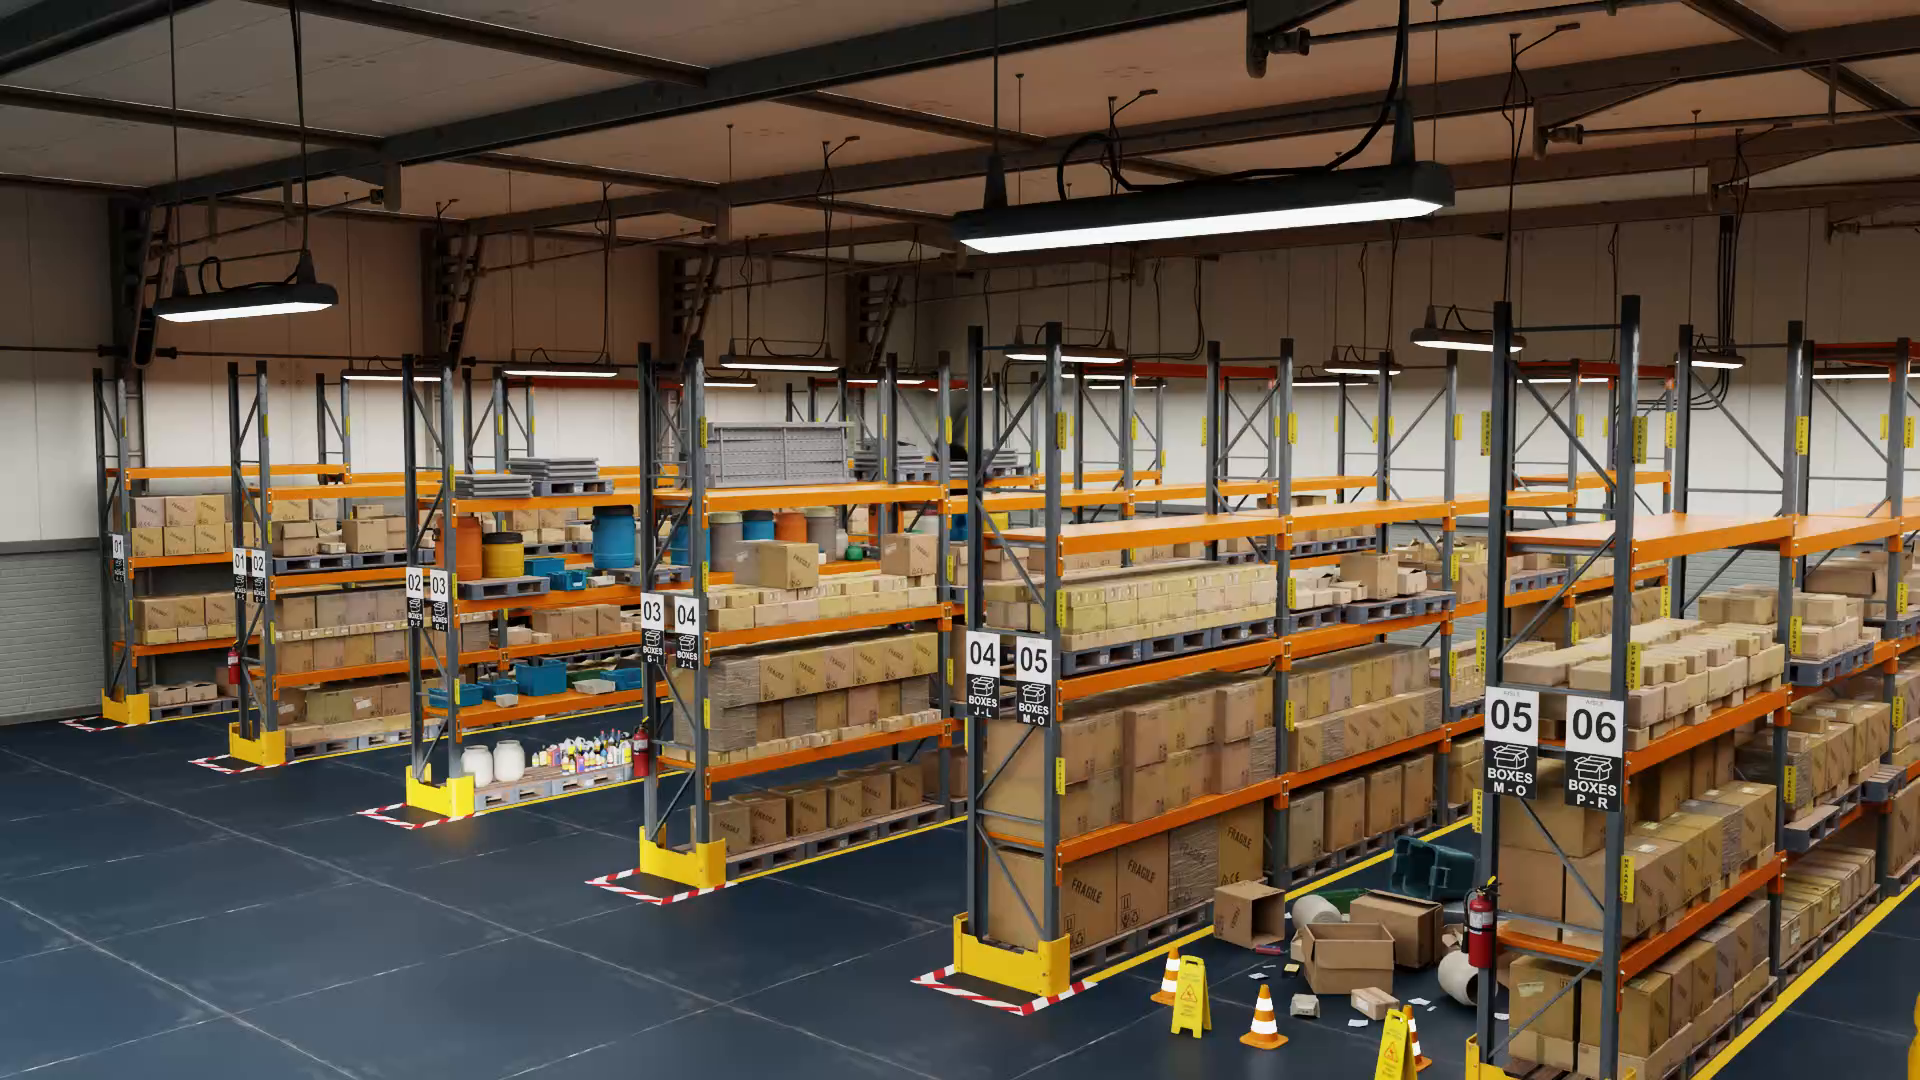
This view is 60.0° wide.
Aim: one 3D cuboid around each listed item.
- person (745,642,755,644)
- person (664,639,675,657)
[{"bbox_3d":[-3.742,2.166,29.009,0.610,1.750,0.889,3,5,38],"label":"person"},{"bbox_3d":[-5.773,1.838,34.007,0.589,1.696,0.852,3,5,34],"label":"person"}]
